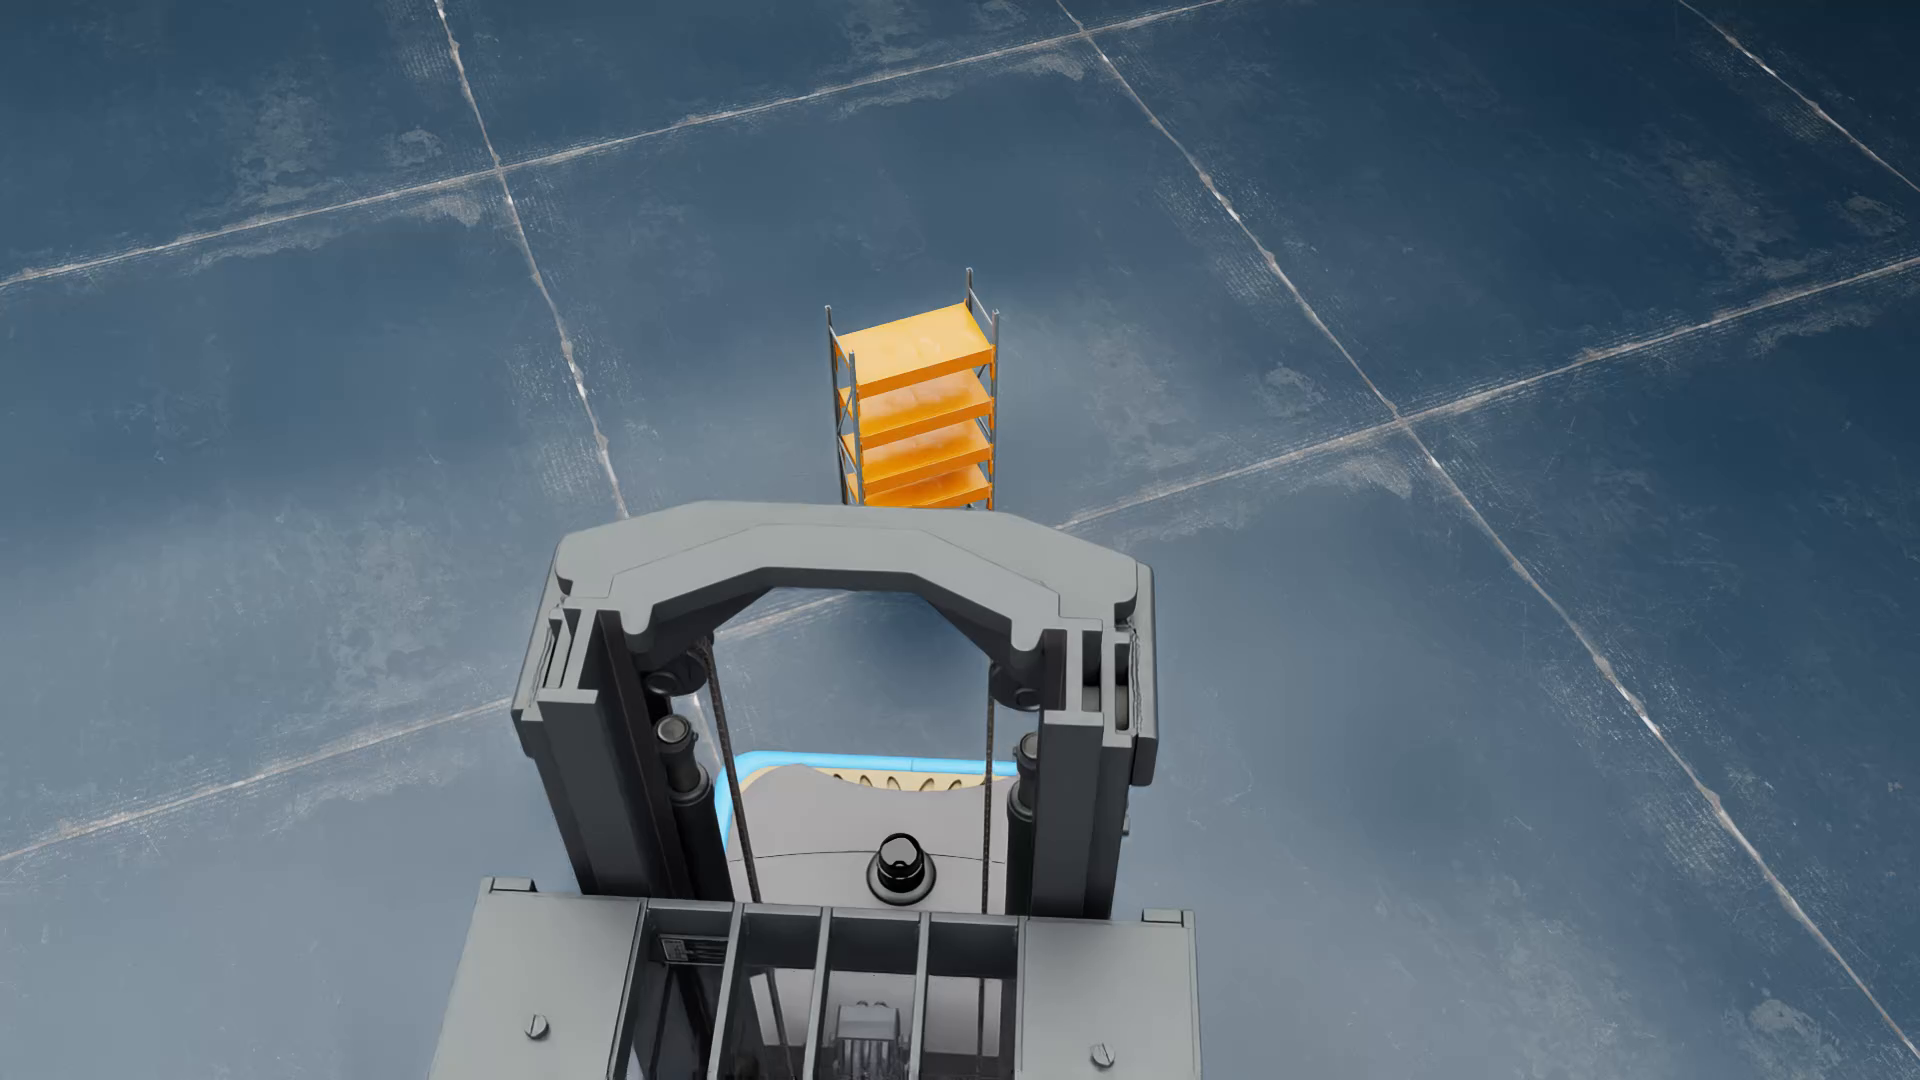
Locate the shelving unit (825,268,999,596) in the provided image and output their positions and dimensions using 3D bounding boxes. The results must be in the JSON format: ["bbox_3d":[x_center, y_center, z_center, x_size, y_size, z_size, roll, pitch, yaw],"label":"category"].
[{"bbox_3d":[-0.153,-0.343,5.754,0.503,1.200,0.258,-17,52,-14],"label":"shelving unit"}]

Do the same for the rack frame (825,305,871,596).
[{"bbox_3d":[-0.379,-0.273,5.694,0.015,1.200,0.240,-17,52,-14],"label":"rack frame"}]

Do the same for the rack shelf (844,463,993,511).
[{"bbox_3d":[-0.153,-0.170,5.956,0.480,0.148,0.258,-17,52,-14],"label":"rack shelf"}]

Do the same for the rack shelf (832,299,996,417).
[{"bbox_3d":[-0.153,-0.599,5.456,0.480,0.148,0.258,-17,52,-14],"label":"rack shelf"}]

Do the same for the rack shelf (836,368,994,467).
[{"bbox_3d":[-0.153,-0.445,5.635,0.480,0.148,0.258,-17,52,-14],"label":"rack shelf"}]

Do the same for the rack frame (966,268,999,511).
[{"bbox_3d":[0.073,-0.413,5.814,0.015,1.200,0.240,-17,52,-14],"label":"rack frame"}]

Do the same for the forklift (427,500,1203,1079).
[{"bbox_3d":[-0.204,1.434,3.087,1.130,2.935,3.031,2,49,2],"label":"forklift"}]

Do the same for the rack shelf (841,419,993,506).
[{"bbox_3d":[-0.153,-0.300,5.805,0.480,0.148,0.258,-17,52,-14],"label":"rack shelf"}]
